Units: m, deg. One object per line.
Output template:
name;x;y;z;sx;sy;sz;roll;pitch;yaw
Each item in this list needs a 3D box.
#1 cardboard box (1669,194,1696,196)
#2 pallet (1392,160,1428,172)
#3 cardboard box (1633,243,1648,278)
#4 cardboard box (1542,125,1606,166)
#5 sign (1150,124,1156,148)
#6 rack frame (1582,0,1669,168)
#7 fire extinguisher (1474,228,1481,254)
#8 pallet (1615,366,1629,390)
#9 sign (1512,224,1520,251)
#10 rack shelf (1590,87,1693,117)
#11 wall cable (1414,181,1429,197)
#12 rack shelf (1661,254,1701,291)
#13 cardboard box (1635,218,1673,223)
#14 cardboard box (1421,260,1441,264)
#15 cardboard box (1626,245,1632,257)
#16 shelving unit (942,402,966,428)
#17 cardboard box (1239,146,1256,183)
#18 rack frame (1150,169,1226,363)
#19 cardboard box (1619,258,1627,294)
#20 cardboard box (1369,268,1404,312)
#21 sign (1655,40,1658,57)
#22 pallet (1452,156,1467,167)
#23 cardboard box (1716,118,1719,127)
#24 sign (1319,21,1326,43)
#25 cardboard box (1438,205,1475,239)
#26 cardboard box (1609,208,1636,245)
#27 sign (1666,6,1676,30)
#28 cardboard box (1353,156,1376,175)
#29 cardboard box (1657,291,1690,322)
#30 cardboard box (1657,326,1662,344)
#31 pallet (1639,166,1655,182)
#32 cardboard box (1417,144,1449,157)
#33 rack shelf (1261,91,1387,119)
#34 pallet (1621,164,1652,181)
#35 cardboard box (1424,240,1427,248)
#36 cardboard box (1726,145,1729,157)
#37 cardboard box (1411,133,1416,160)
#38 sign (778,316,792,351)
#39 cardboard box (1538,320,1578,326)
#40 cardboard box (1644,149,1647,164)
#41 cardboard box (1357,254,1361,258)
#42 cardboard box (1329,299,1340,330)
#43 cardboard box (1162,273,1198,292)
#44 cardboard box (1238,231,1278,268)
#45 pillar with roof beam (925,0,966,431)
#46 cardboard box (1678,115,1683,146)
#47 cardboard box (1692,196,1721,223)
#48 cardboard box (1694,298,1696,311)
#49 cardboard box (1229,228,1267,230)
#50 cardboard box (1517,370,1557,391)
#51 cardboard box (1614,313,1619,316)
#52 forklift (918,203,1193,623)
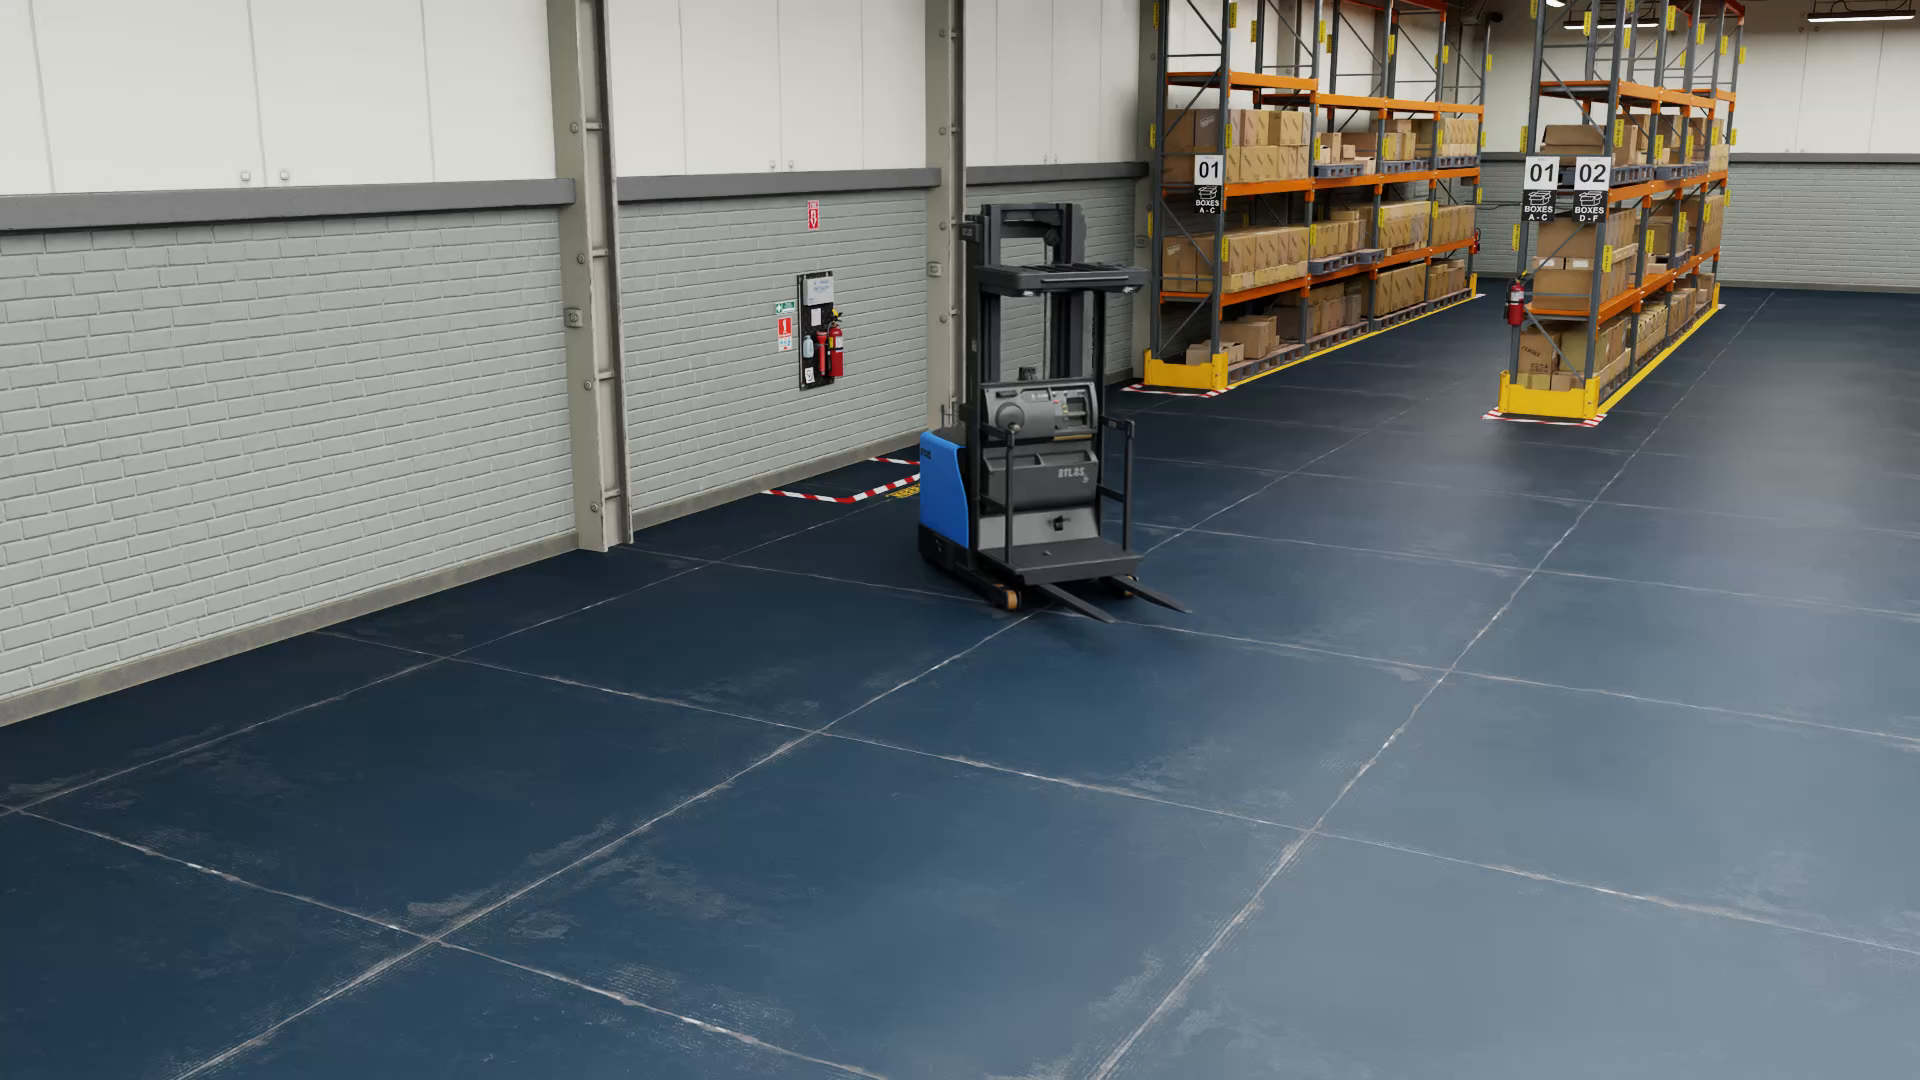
cardboard box;14.787;-6.829;34.113;0.500;0.500;0.500;8;16;30
pallet;8.560;-7.267;32.284;0.805;0.209;1.217;7;15;26
cardboard box;10.568;-4.417;26.240;0.500;0.500;0.500;6;15;25
cardboard box;7.779;-4.971;20.937;0.797;0.503;0.637;9;16;32
sign;2.683;-5.589;23.027;0.100;0.325;0.005;7;15;28
rack frame;9.431;-6.810;23.581;1.000;3.000;0.127;7;15;28
fire extinguisher;11.371;-6.676;36.785;0.296;0.674;0.183;7;15;28
pallet;9.010;-2.380;23.953;1.003;0.211;1.213;7;15;28
sign;7.029;-3.815;20.983;0.100;0.325;0.005;7;15;28
rack shelf;10.398;-6.676;25.414;1.077;0.370;4.000;7;15;28
wall cable;10.685;-7.780;38.236;0.084;1.984;1.851;7;15;28
rack shelf;12.332;-4.775;29.474;1.077;0.370;4.000;7;15;28
cardboard box;12.597;-5.568;30.118;0.700;0.500;0.500;10;17;37
cardboard box;10.163;-5.958;35.902;0.380;0.149;0.250;8;15;29
cardboard box;9.241;-4.073;23.430;0.380;0.149;0.250;7;15;26
shelving unit;-0.007;-0.580;14.381;0.258;1.200;0.189;7;15;28
cardboard box;3.831;-5.296;23.446;0.500;0.500;0.500;9;16;32
rack frame;3.159;-3.633;23.205;1.000;3.000;0.127;7;15;28
cardboard box;8.973;-3.741;23.440;0.700;0.500;0.500;7;15;27
cardboard box;7.926;-4.749;31.522;0.750;0.750;0.750;7;15;28
sign;12.832;-9.009;30.541;0.100;0.325;0.005;7;15;28
pallet;9.956;-7.926;34.801;1.003;0.211;1.213;7;15;28
cardboard box;14.102;-7.822;31.830;0.700;0.500;0.500;7;15;28
sign;5.559;-7.798;25.516;0.100;0.325;0.005;7;15;28
cardboard box;10.656;-6.956;36.347;0.980;0.700;0.700;8;16;31
cardboard box;9.222;-4.481;23.739;0.700;0.500;0.500;7;15;28
sign;9.905;-7.273;23.171;0.100;0.325;0.005;7;15;28
cardboard box;6.915;-6.521;28.930;0.500;0.311;0.500;7;15;28
cardboard box;12.822;-4.197;29.935;0.500;0.500;0.500;8;16;29
cardboard box;11.078;-3.340;26.958;0.500;0.250;0.500;7;15;27
pallet;9.846;-5.441;24.711;0.805;0.209;1.217;7;15;26
cardboard box;9.525;-7.845;33.486;0.500;0.250;0.500;7;15;28
rack shelf;6.060;-7.237;27.739;1.077;0.370;4.000;7;15;28
pallet;9.041;-5.131;23.205;1.003;0.211;1.213;7;15;28
cardboard box;9.045;-5.882;33.023;0.380;0.149;0.250;8;15;29
cardboard box;15.207;-7.850;33.546;0.500;0.250;0.500;7;15;28
cardboard box;8.439;-7.648;32.305;0.700;0.500;0.500;6;15;25
sign;-1.746;-2.057;16.589;0.001;0.329;0.234;7;15;28
cardboard box;8.210;-2.758;22.944;0.500;0.500;0.500;7;15;28
cardboard box;10.000;-5.721;24.889;0.500;0.250;0.500;6;15;23
cardboard box;7.388;-5.204;30.211;0.380;0.149;0.250;7;15;27
cardboard box;6.158;-3.922;28.797;0.700;0.500;0.500;7;15;28
cardboard box;3.215;-3.688;23.709;0.500;0.250;0.500;8;16;29
cardboard box;4.395;-4.311;24.694;0.500;0.500;0.500;8;16;30
pillar with roof beam;3.608;-5.073;16.374;9.100;9.000;0.400;7;15;28
cardboard box;12.074;-7.005;28.444;0.500;0.500;0.500;7;15;28
cardboard box;14.768;-6.557;32.985;0.500;0.500;0.500;8;16;30
cardboard box;13.691;-4.503;31.611;0.500;0.311;0.500;7;15;28
cardboard box;4.429;-4.577;25.796;0.500;0.500;0.500;7;15;28
cardboard box;7.498;-2.084;21.748;0.500;0.250;0.500;7;15;28
cardboard box;10.111;-3.461;26.266;0.500;0.311;0.500;7;15;27
forklift;0.706;-1.008;12.460;1.130;2.935;3.031;-6;15;-23
